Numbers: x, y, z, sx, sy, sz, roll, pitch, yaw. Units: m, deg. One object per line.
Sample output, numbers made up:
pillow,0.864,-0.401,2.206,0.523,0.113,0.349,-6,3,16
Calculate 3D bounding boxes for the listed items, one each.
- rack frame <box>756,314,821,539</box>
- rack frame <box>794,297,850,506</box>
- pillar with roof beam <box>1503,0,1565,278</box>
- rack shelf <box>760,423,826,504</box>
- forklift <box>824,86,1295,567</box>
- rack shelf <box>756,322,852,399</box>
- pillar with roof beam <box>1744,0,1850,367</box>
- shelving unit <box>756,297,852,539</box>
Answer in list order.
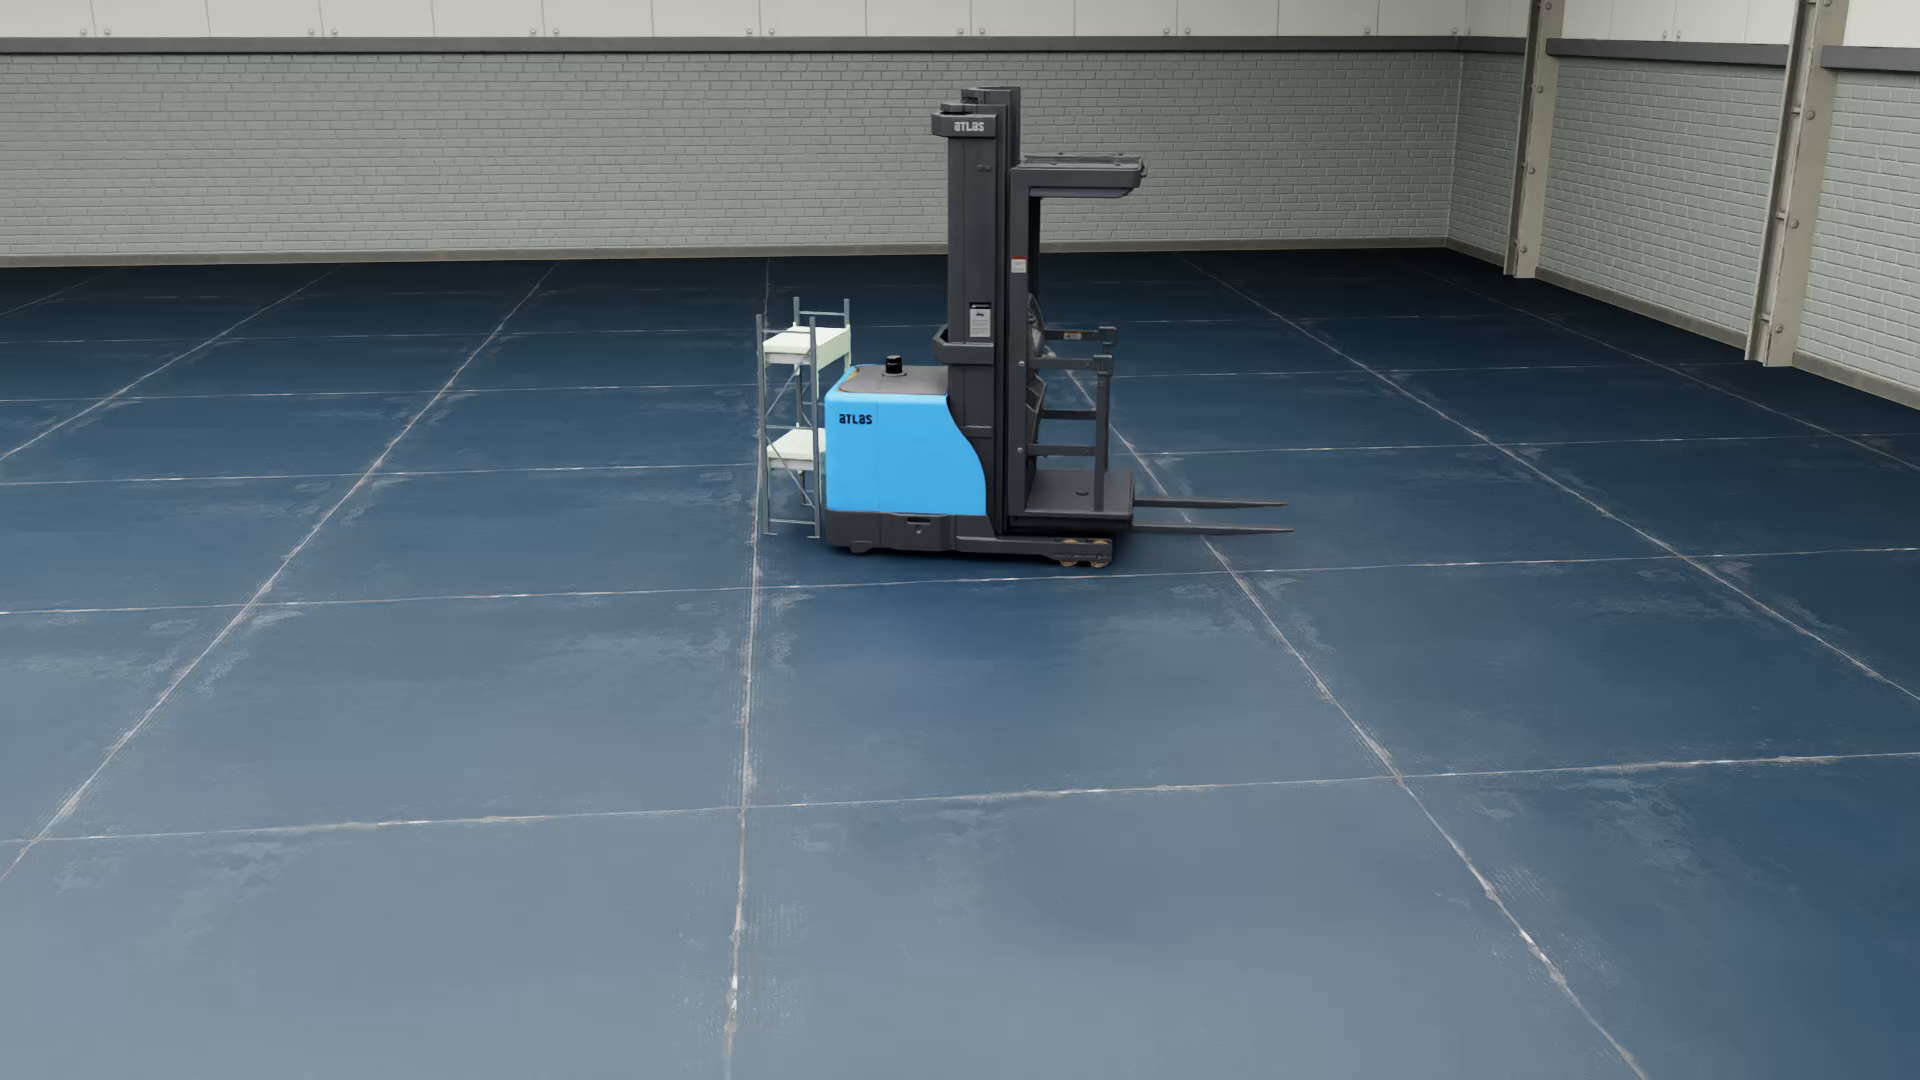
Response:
rack frame,-1.133,-0.741,11.033,0.400,1.500,0.023,4,18,13
rack frame,-0.957,-0.954,11.711,0.400,1.500,0.023,4,18,13
pillar with roof beam,3.338,-7.756,20.857,9.100,9.000,0.400,-2,18,-6
rack shelf,-1.045,-0.536,11.470,0.431,0.370,0.720,4,18,13
forklift,0.673,-1.396,10.730,3.031,2.935,1.130,2,18,6
rack shelf,-1.045,-1.220,11.255,0.431,0.370,0.720,4,18,13
pillar with roof beam,3.957,-5.968,15.163,9.100,9.000,0.400,-2,18,-6
shelving unit,-1.045,-0.847,11.372,0.431,1.500,0.755,4,18,13
